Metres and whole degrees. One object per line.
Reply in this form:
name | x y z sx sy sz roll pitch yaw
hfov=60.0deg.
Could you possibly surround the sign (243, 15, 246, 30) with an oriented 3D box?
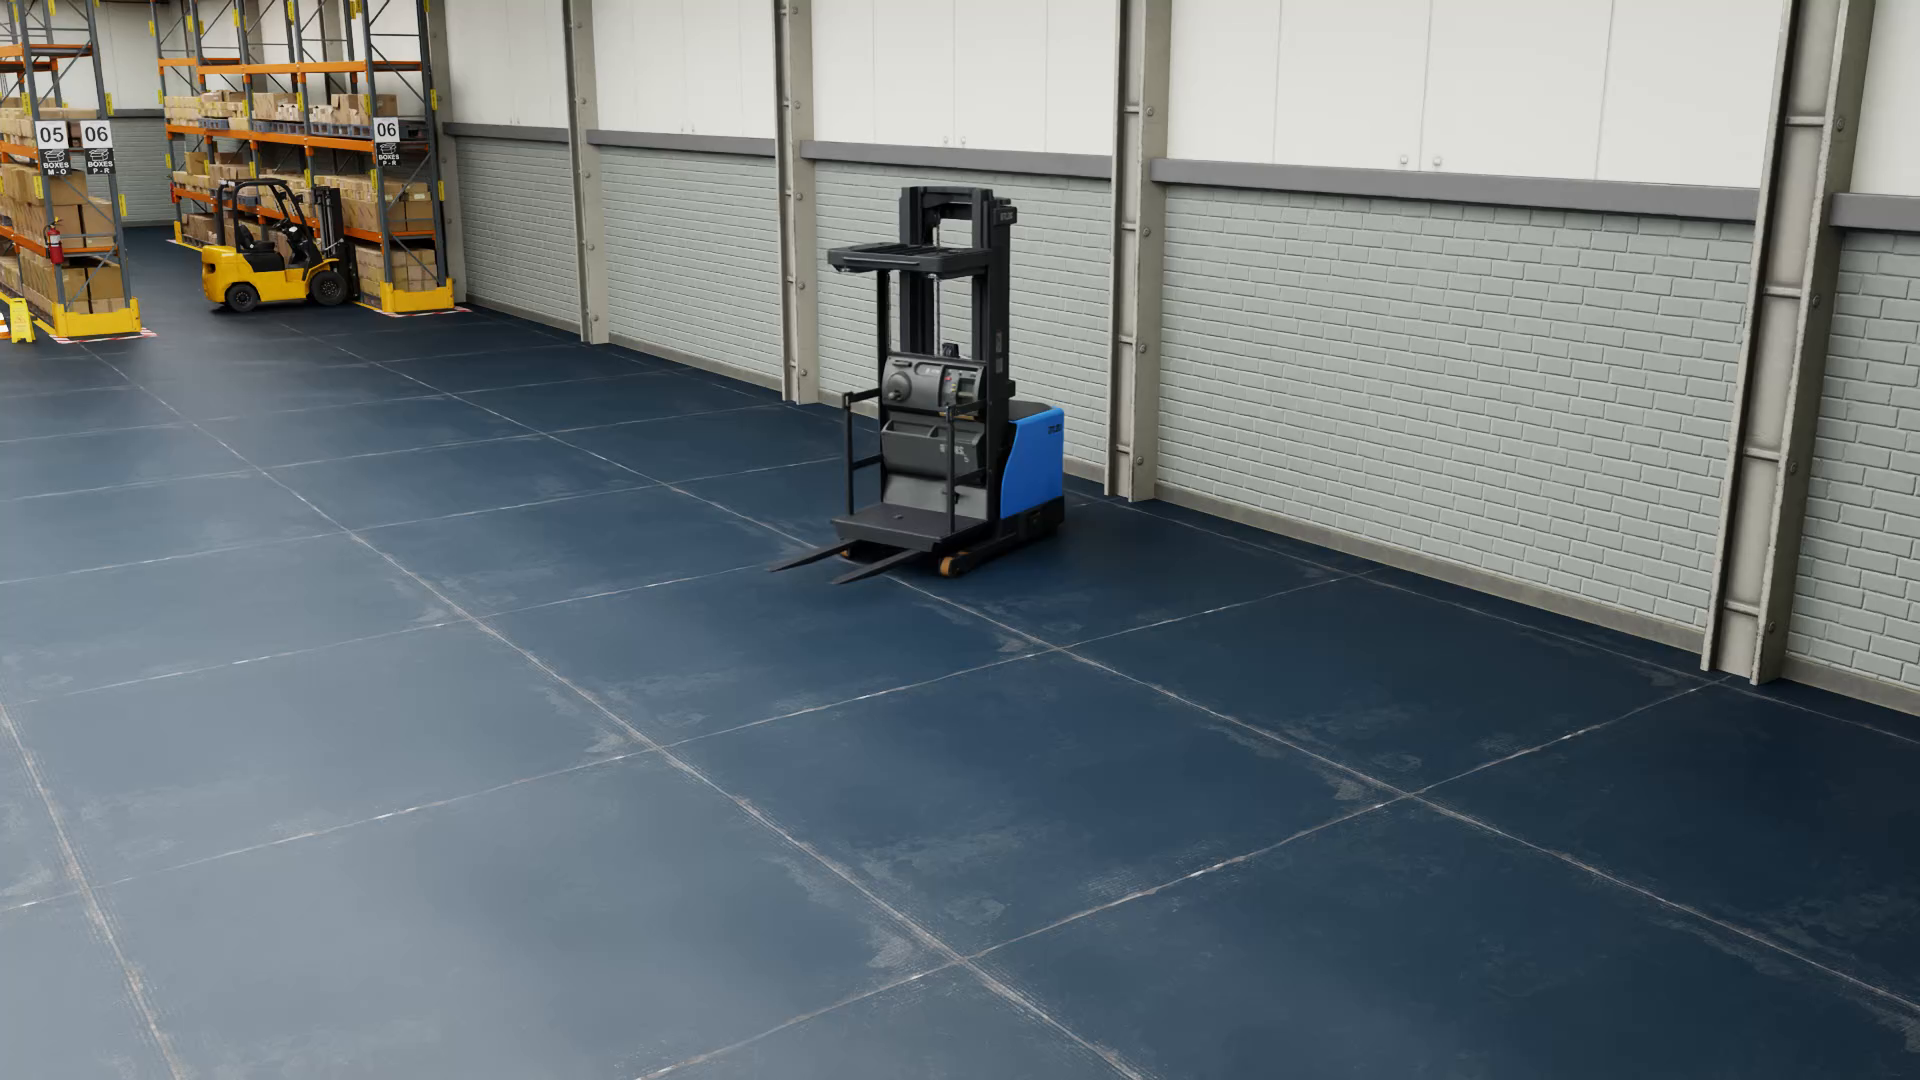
sign | -15.919 -11.486 36.926 0.100 0.325 0.005 -11 19 -35

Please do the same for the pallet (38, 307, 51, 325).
pallet | -14.528 -3.755 27.395 1.003 0.211 1.213 -11 19 -35

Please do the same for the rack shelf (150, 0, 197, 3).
rack shelf | -17.540 -12.555 37.967 1.077 0.370 4.000 -11 19 -35

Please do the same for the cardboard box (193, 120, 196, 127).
cardboard box | -17.247 -9.499 37.894 0.380 0.149 0.250 -11 19 -35

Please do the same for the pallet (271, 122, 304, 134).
pallet | -12.881 -8.110 32.701 1.003 0.211 1.213 -10 18 -32

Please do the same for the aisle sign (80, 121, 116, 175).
aisle sign | -13.034 -5.933 25.147 0.394 0.787 0.004 -11 19 -35

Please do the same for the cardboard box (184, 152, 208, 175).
cardboard box | -17.785 -8.806 38.868 0.500 0.500 0.500 -10 18 -33

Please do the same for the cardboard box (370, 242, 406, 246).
cardboard box | -10.316 -5.231 30.026 0.500 0.250 0.500 -11 19 -36

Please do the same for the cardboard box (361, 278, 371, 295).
cardboard box | -10.125 -4.451 29.069 0.500 0.250 0.500 -11 19 -35

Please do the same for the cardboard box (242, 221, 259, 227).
cardboard box | -15.264 -6.787 35.903 0.380 0.149 0.250 -12 19 -37

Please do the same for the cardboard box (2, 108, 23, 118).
cardboard box | -15.295 -6.922 26.967 0.380 0.149 0.250 -11 19 -35

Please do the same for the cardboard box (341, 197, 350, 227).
cardboard box | -10.714 -5.855 29.598 0.500 0.500 0.500 -11 19 -34

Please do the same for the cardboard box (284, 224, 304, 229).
cardboard box | -14.067 -6.593 35.194 0.380 0.149 0.250 -10 18 -32

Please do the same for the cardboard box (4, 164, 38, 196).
cardboard box | -15.307 -5.932 27.422 0.700 0.500 0.500 -11 19 -34

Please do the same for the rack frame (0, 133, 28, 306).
rack frame | -15.673 -5.498 28.483 1.000 3.000 0.127 -11 19 -35

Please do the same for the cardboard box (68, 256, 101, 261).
cardboard box | -14.507 -4.435 27.589 0.500 0.500 0.500 -10 18 -32

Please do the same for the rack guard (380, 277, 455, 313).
rack guard | -9.294 -4.205 28.492 1.175 0.500 0.348 -11 19 -35

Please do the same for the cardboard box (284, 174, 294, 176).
cardboard box | -13.657 -7.447 34.184 0.380 0.149 0.250 -10 18 -33

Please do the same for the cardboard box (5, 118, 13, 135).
cardboard box | -15.041 -6.662 26.774 0.500 0.250 0.500 -11 19 -34

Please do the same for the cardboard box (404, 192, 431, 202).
cardboard box | -9.298 -5.889 28.493 0.380 0.149 0.250 -11 19 -36

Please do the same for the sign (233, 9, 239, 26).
sign | -14.445 -10.420 33.181 0.100 0.325 0.005 -11 19 -35

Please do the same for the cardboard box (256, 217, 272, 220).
cardboard box | -15.434 -7.097 37.036 0.380 0.149 0.250 -12 19 -37

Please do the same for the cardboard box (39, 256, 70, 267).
cardboard box | -14.273 -4.394 26.211 0.380 0.149 0.250 -10 18 -33

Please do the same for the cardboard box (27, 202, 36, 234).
cardboard box | -14.445 -5.124 26.363 0.500 0.500 0.500 -11 19 -35

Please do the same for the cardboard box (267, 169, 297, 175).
cardboard box | -14.188 -7.509 34.843 0.500 0.500 0.500 -10 18 -32

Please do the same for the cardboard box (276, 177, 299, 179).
cardboard box | -13.296 -7.097 32.906 0.380 0.149 0.250 -10 18 -33

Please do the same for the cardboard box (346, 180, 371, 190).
cardboard box | -10.521 -6.221 29.141 0.380 0.149 0.250 -10 18 -33

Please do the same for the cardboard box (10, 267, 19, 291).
cardboard box | -16.409 -4.698 29.741 0.950 0.372 0.625 -10 18 -31

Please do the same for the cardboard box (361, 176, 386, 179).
cardboard box | -10.750 -6.595 30.507 0.380 0.149 0.250 -11 19 -36

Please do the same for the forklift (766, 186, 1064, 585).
forklift | -0.335 -1.259 13.125 1.130 2.935 3.031 10 18 32

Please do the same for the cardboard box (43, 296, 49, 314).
cardboard box | -14.312 -3.763 26.557 0.500 0.250 0.500 -11 19 -34

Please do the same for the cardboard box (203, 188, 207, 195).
cardboard box | -17.099 -7.990 38.061 0.380 0.149 0.250 -10 18 -33

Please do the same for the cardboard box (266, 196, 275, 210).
cardboard box | -13.657 -6.811 33.562 0.500 0.250 0.500 -11 19 -36

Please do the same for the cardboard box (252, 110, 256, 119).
cardboard box | -14.053 -8.587 33.544 0.380 0.166 0.250 -11 19 -35

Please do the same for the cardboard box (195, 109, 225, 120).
cardboard box | -16.850 -9.560 37.361 0.500 0.250 0.500 -11 19 -34

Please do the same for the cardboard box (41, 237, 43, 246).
cardboard box | -14.086 -4.665 25.913 0.380 0.149 0.250 -11 19 -35

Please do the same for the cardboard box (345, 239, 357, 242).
cardboard box | -11.337 -5.365 30.517 0.500 0.250 0.500 -11 19 -34

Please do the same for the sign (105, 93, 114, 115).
sign | -12.882 -6.597 25.159 0.100 0.325 0.005 -11 19 -35

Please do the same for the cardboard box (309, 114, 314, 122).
cardboard box | -11.642 -7.703 30.347 0.380 0.149 0.250 -10 18 -33

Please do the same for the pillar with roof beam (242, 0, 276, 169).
pillar with roof beam | -19.527 -10.492 35.363 9.100 9.000 0.400 -11 19 -35

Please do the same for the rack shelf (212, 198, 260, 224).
rack shelf | -15.188 -7.204 36.077 1.077 0.370 4.000 -11 19 -35

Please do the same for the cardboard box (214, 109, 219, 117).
cardboard box | -15.766 -9.155 35.654 0.380 0.149 0.250 -10 18 -33

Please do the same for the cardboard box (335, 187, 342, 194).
cardboard box | -10.956 -6.244 29.789 0.380 0.149 0.250 -12 19 -36

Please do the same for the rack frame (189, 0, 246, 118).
rack frame | -16.364 -10.871 36.751 1.000 3.000 0.127 -11 19 -35

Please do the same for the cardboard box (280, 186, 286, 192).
cardboard box | -13.041 -6.833 32.697 0.500 0.250 0.500 -11 19 -34

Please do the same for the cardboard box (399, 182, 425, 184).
cardboard box | -9.439 -6.091 28.668 0.380 0.149 0.250 -10 18 -33

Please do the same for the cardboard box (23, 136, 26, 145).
cardboard box | -14.488 -6.280 26.134 0.380 0.149 0.250 -11 19 -36

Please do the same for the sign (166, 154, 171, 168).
sign | -19.155 -9.165 40.241 0.100 0.325 0.005 -11 19 -35

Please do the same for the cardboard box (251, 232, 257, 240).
cardboard box | -14.720 -6.286 35.301 0.500 0.500 0.500 -11 19 -35
